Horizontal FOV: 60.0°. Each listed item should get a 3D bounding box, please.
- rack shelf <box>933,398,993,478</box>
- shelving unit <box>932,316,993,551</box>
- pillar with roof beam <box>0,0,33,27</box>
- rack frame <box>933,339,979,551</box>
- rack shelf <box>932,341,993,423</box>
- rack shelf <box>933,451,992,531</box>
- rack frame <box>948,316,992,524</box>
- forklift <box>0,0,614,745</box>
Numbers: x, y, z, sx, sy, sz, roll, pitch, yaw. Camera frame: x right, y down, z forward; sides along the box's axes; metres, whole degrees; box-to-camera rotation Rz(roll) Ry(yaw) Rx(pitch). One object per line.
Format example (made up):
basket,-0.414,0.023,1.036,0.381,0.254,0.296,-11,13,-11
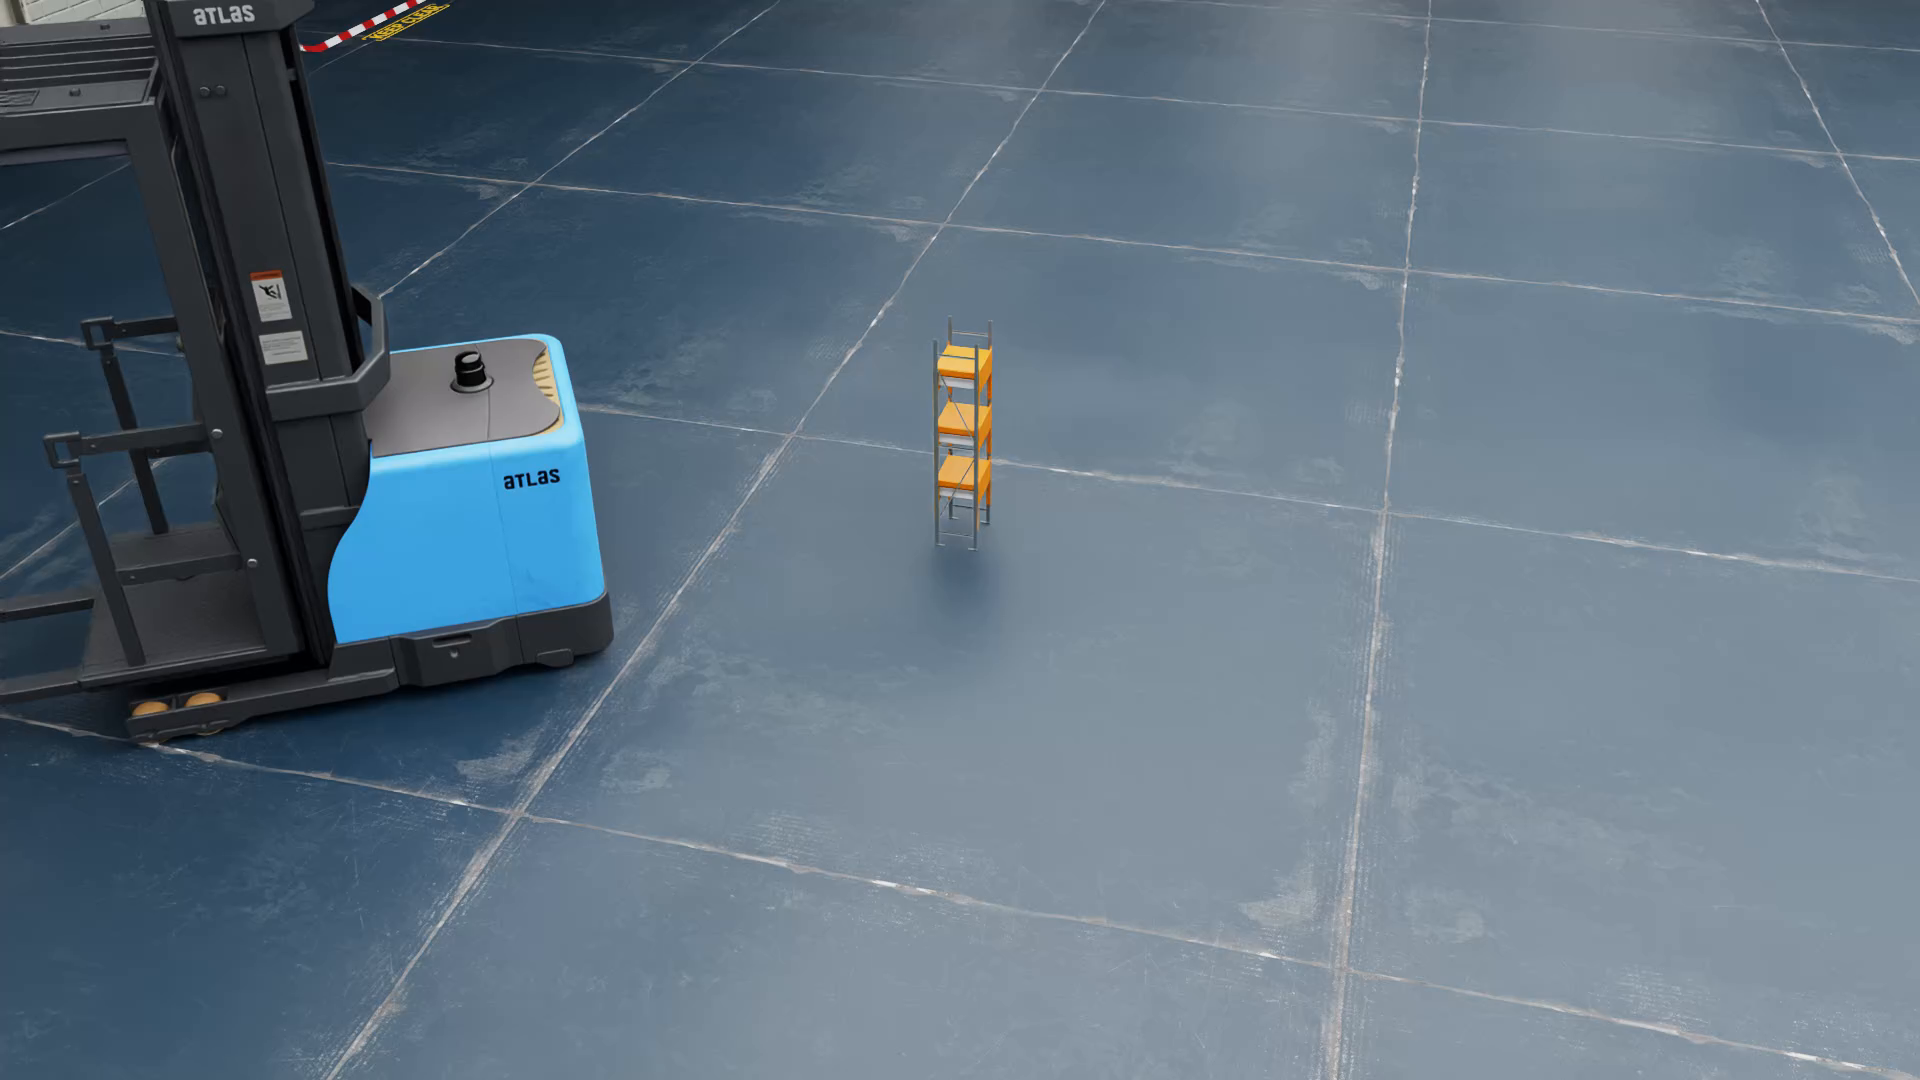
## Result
rack shelf,0.014,-0.462,7.518,0.215,0.259,0.240,8,33,12
shelving unit,0.014,-0.471,7.512,0.215,1.050,0.252,8,33,12
pillar with roof beam,-2.891,-6.288,9.254,9.100,9.000,0.400,8,33,12
rack frame,-0.017,-0.408,7.412,0.200,1.050,0.008,8,33,12
rack shelf,0.014,-0.701,7.365,0.215,0.259,0.240,8,33,12
rack shelf,0.014,-0.227,7.667,0.215,0.259,0.240,8,33,12
rack frame,0.045,-0.534,7.612,0.200,1.050,0.008,8,33,12
forklift,-3.025,-0.756,6.207,3.031,2.935,1.130,-9,34,-14
